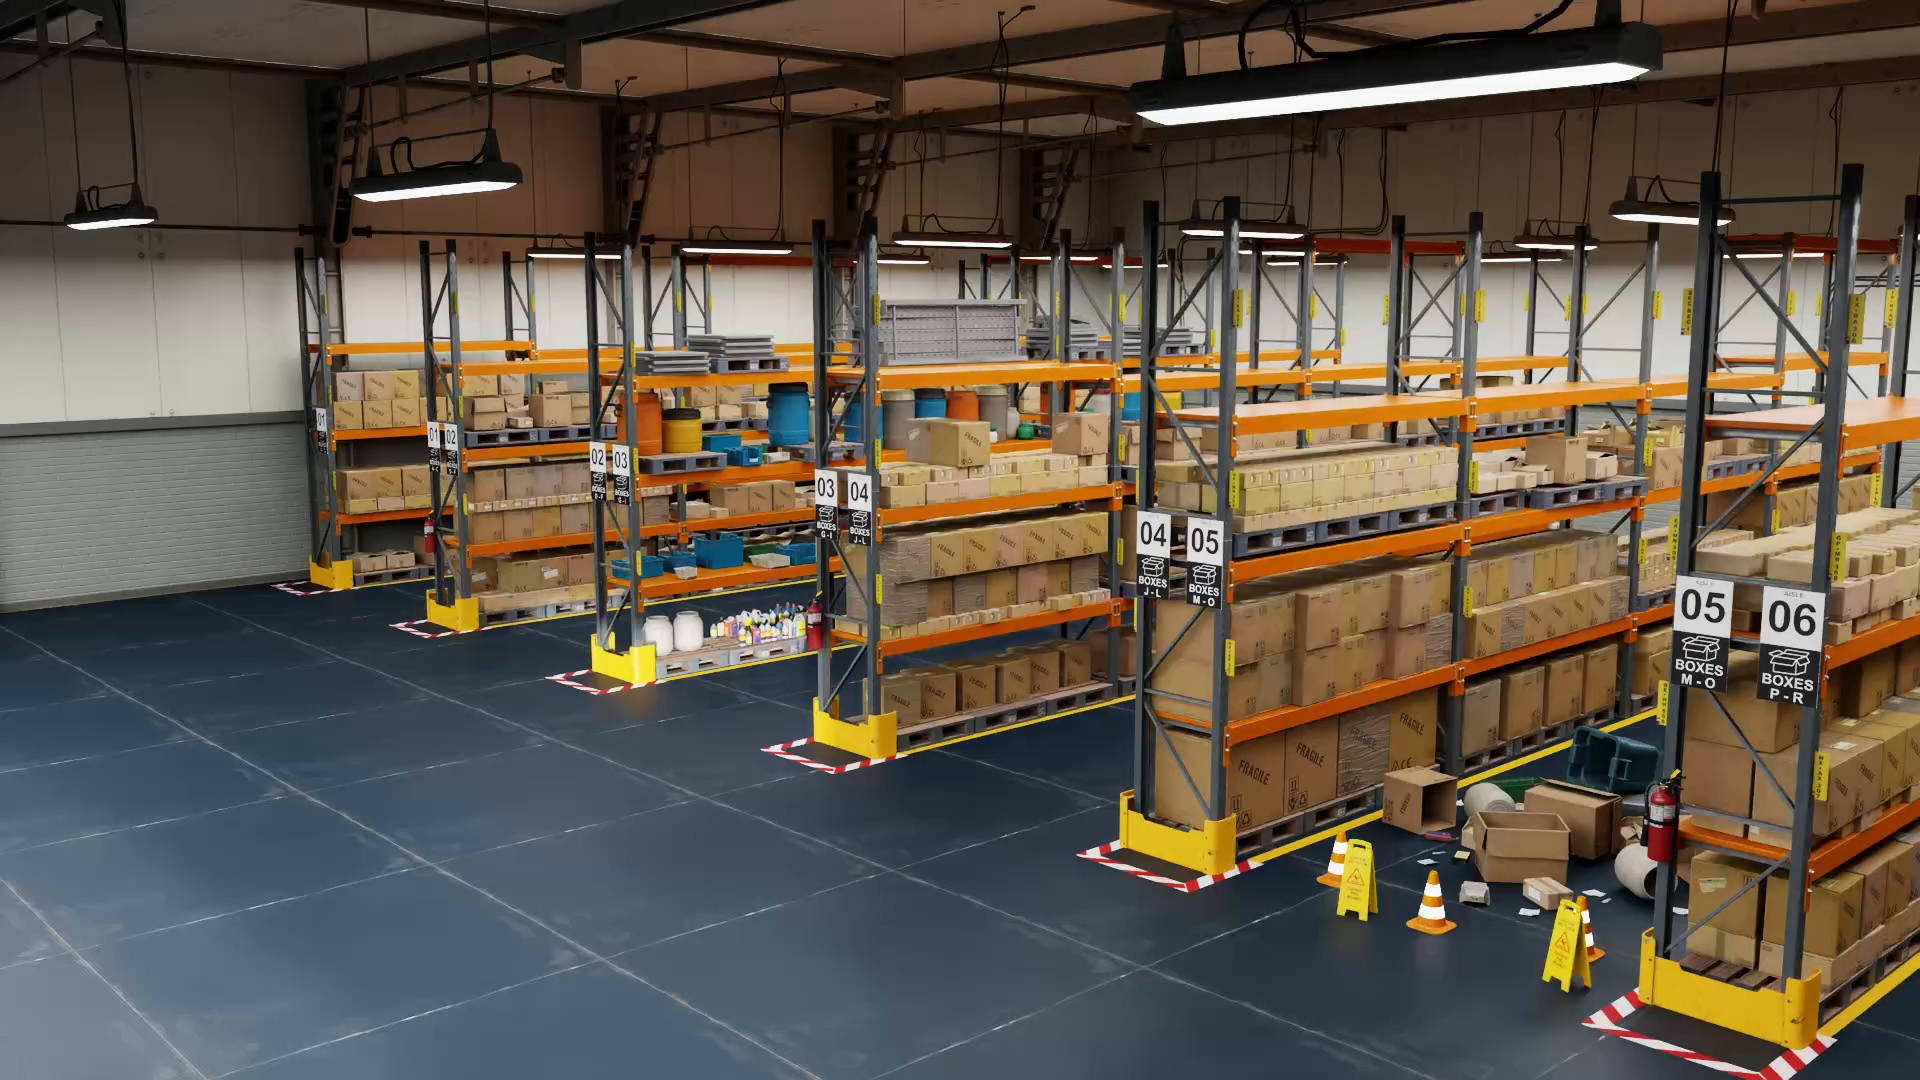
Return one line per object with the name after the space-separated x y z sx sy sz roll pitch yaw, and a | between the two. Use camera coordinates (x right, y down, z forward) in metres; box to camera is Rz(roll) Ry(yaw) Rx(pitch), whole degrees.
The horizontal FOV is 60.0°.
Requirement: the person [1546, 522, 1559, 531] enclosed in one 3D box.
9.522 0.483 26.722 0.591 1.592 0.666 7 11 38 | person

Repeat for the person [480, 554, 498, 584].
-8.140 0.147 28.493 0.553 1.697 0.909 4 9 25 | person
